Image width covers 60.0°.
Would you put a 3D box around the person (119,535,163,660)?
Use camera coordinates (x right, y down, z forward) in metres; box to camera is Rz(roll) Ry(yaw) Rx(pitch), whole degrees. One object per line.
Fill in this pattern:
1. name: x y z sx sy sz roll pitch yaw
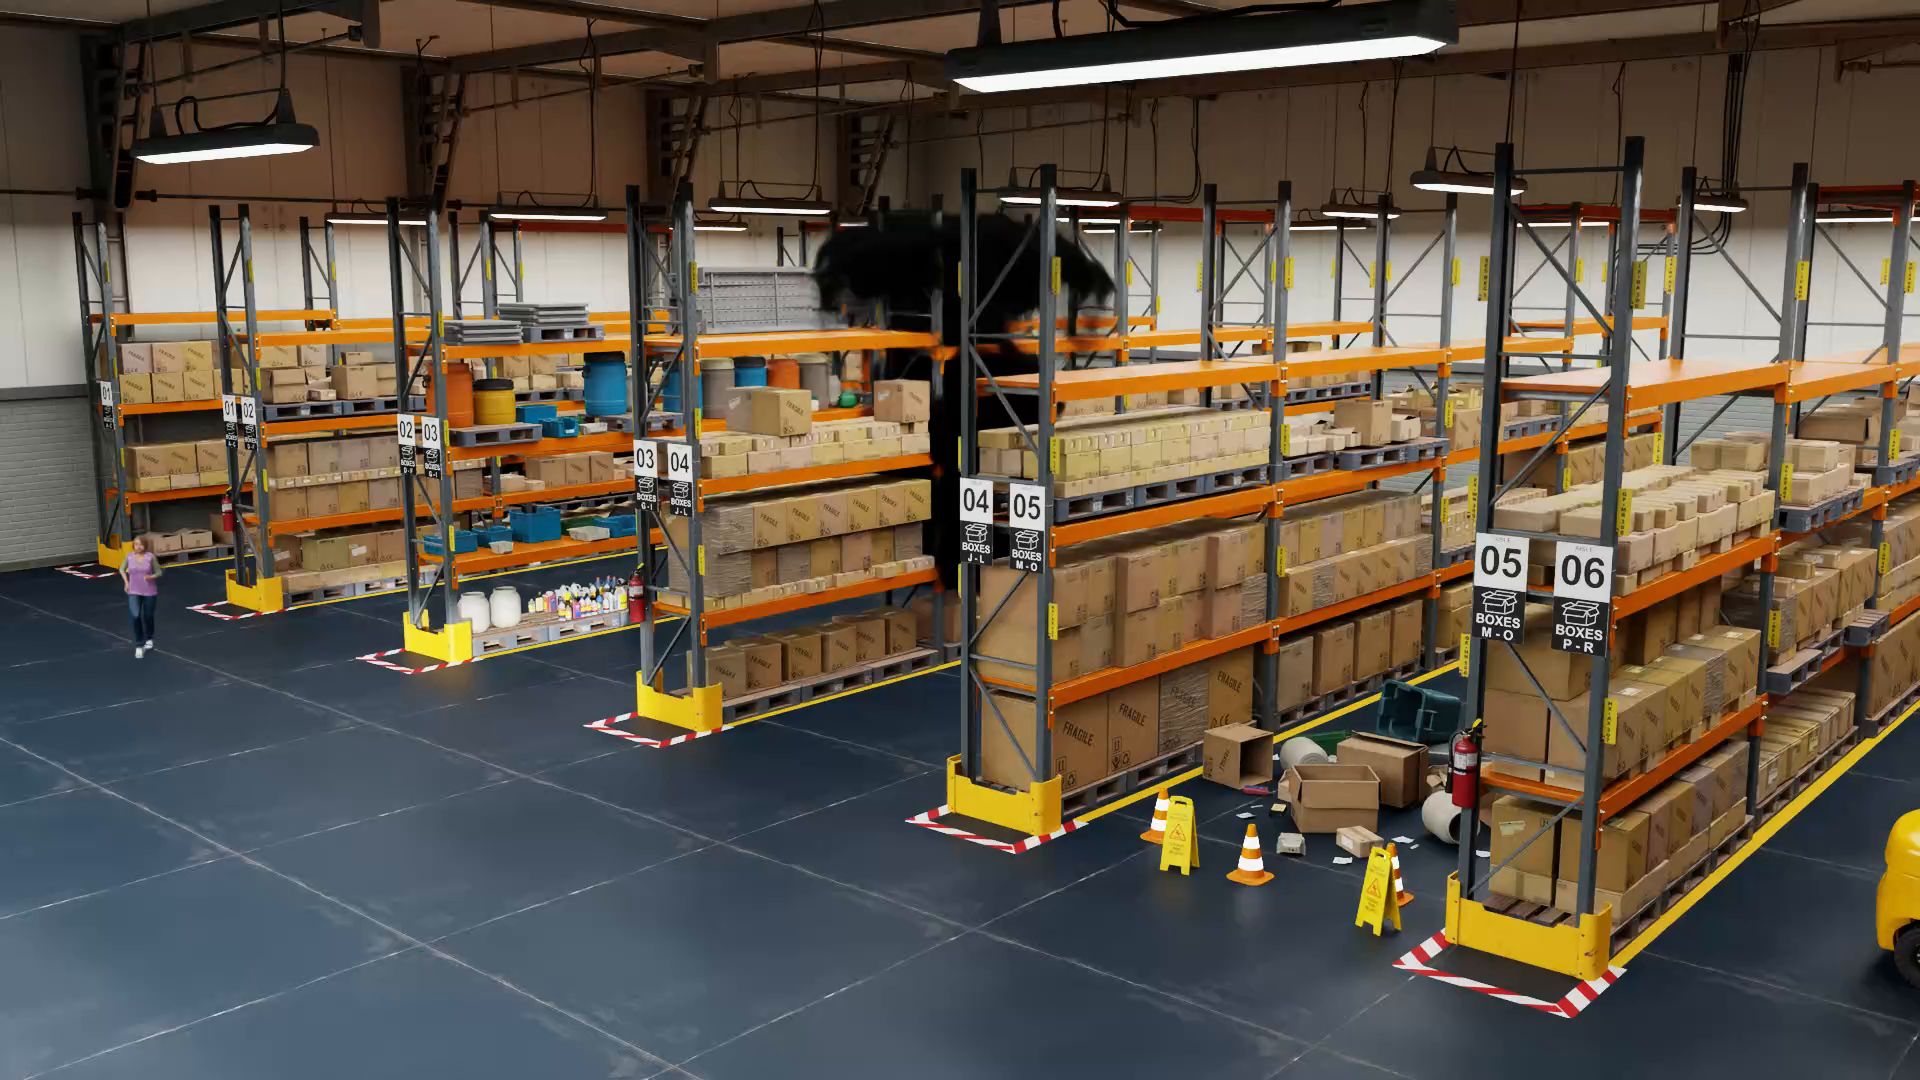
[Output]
1. person: -10.807 0.757 21.990 0.517 1.621 0.714 -4 10 -24

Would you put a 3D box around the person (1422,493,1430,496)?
1. person: 7.393 0.014 26.504 0.535 1.548 0.567 8 13 41
